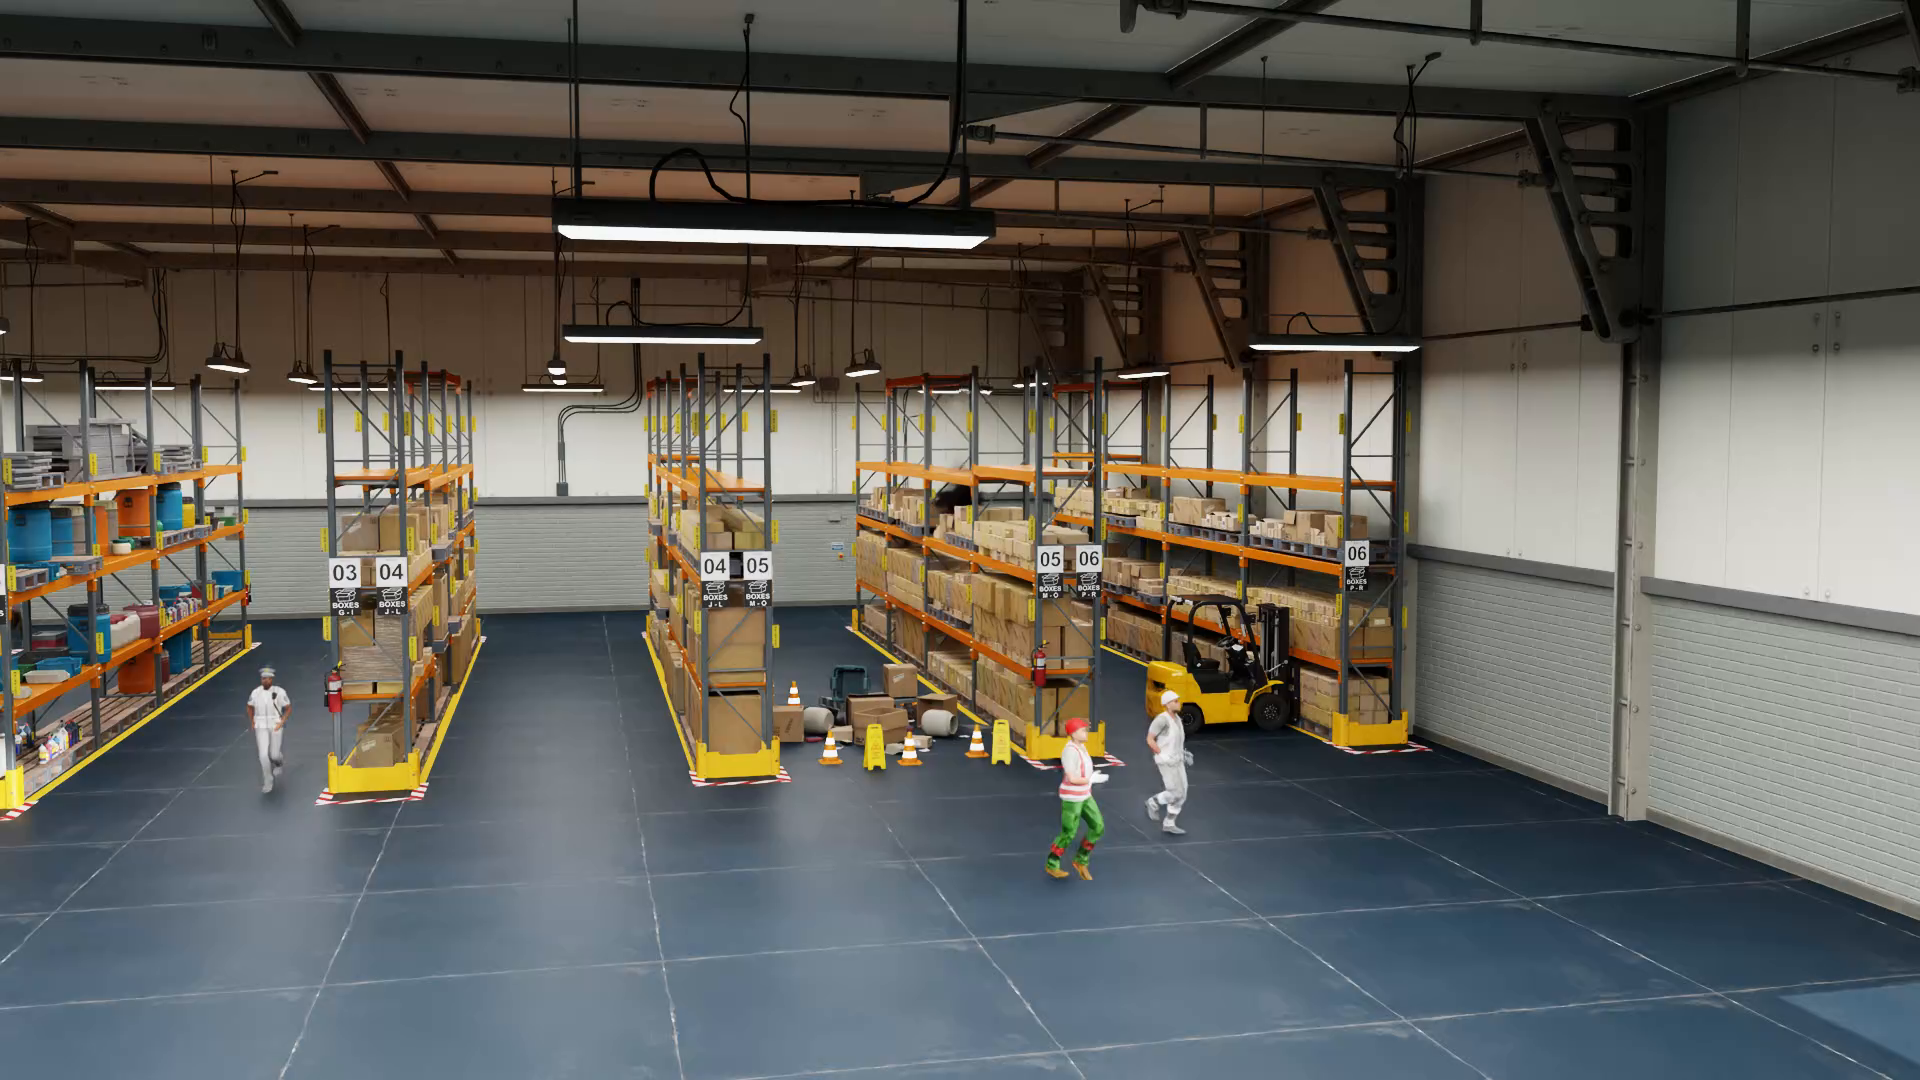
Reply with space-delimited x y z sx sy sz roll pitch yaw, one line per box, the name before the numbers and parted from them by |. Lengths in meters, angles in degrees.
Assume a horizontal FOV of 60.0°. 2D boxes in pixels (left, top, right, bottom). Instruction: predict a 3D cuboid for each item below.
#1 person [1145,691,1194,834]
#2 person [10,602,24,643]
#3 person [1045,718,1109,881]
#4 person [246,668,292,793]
person | 2.534 2.717 20.378 0.560 1.750 0.653 3 5 37
person | -21.270 1.494 37.490 1.017 1.798 0.692 1 4 14
person | 1.289 2.850 18.147 0.748 1.833 0.655 2 4 26
person | -9.532 2.584 22.930 0.578 1.690 0.757 -1 4 -14
